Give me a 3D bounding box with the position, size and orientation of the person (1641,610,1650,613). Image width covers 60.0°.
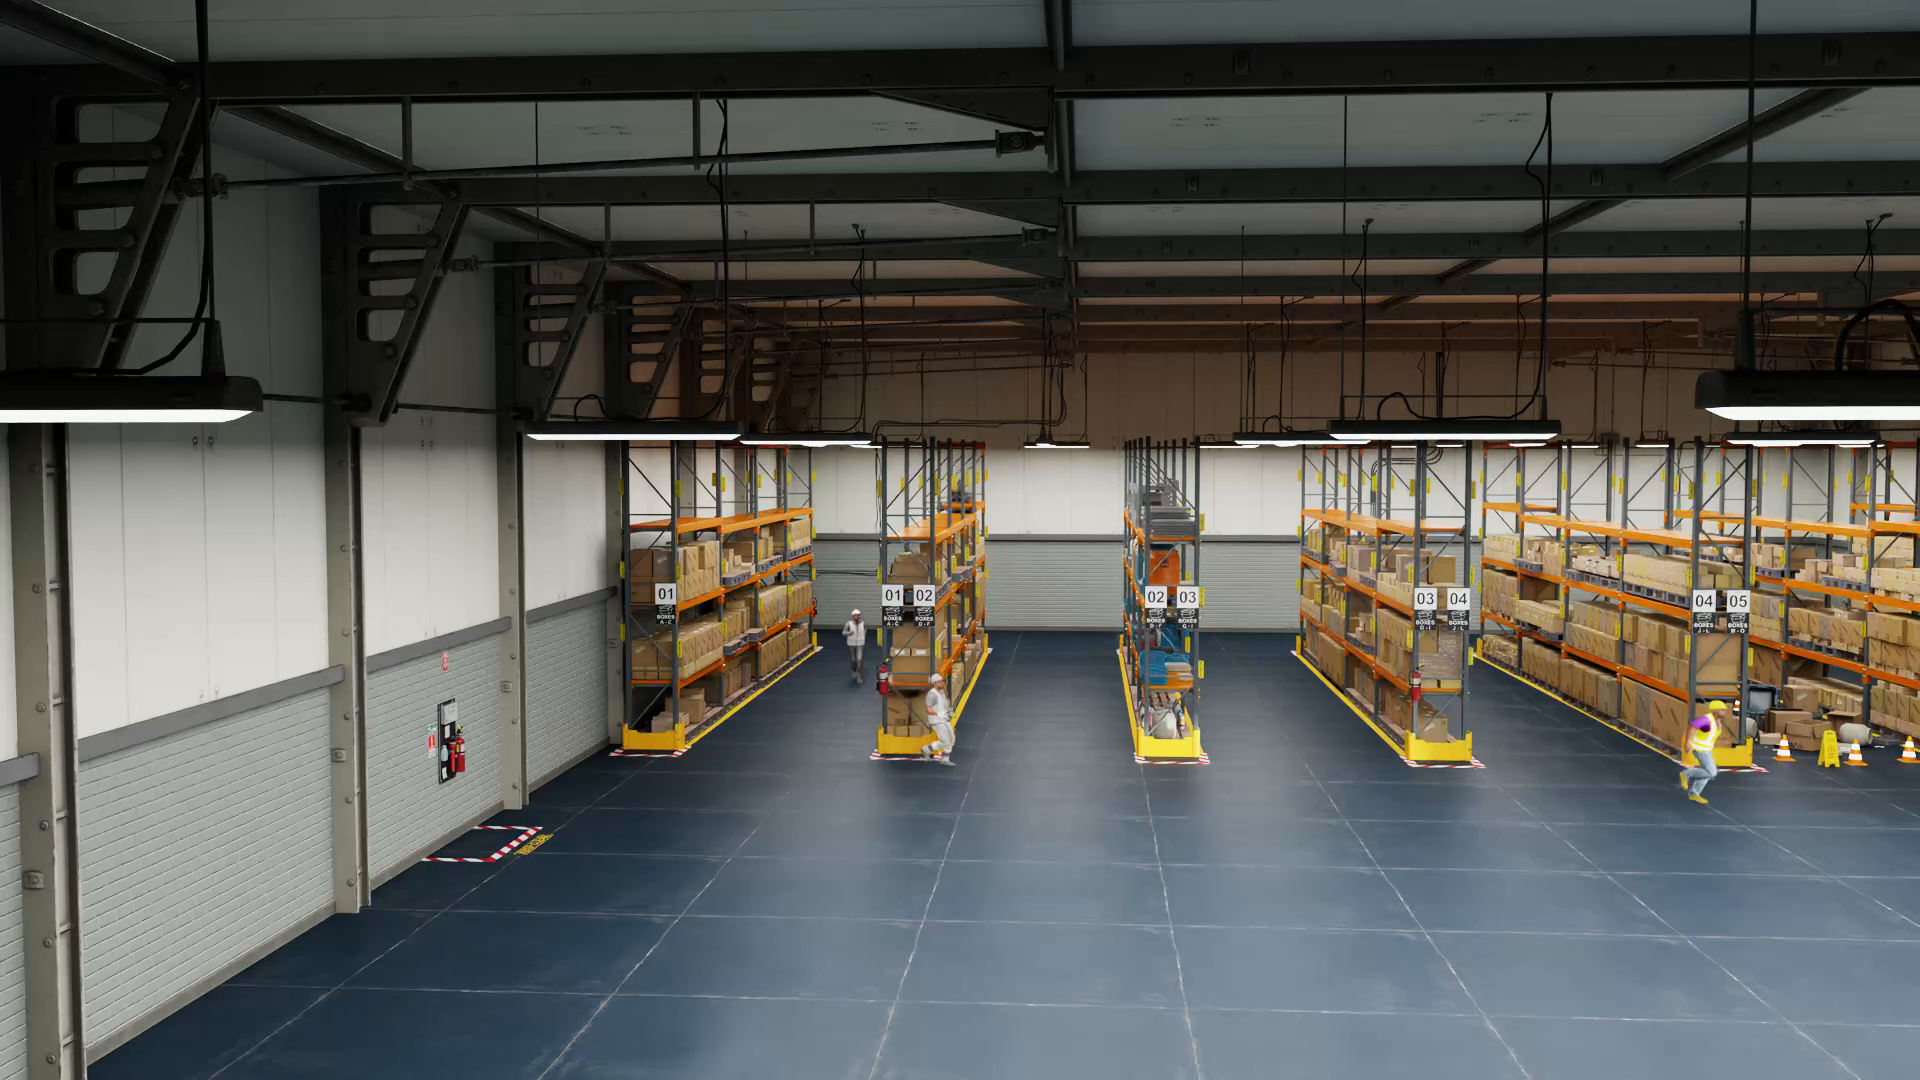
[{"bbox_3d":[17.213,2.661,41.774,0.589,1.766,0.732,0,3,-7],"label":"person"}]

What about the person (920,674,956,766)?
[{"bbox_3d":[-0.355,3.270,30.092,0.450,1.709,0.671,1,3,17],"label":"person"}]

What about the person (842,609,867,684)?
[{"bbox_3d":[-2.616,2.633,41.326,0.630,1.830,0.820,0,3,-8],"label":"person"}]

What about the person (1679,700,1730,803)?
[{"bbox_3d":[12.169,3.441,27.105,0.675,1.686,0.689,2,4,38],"label":"person"}]
